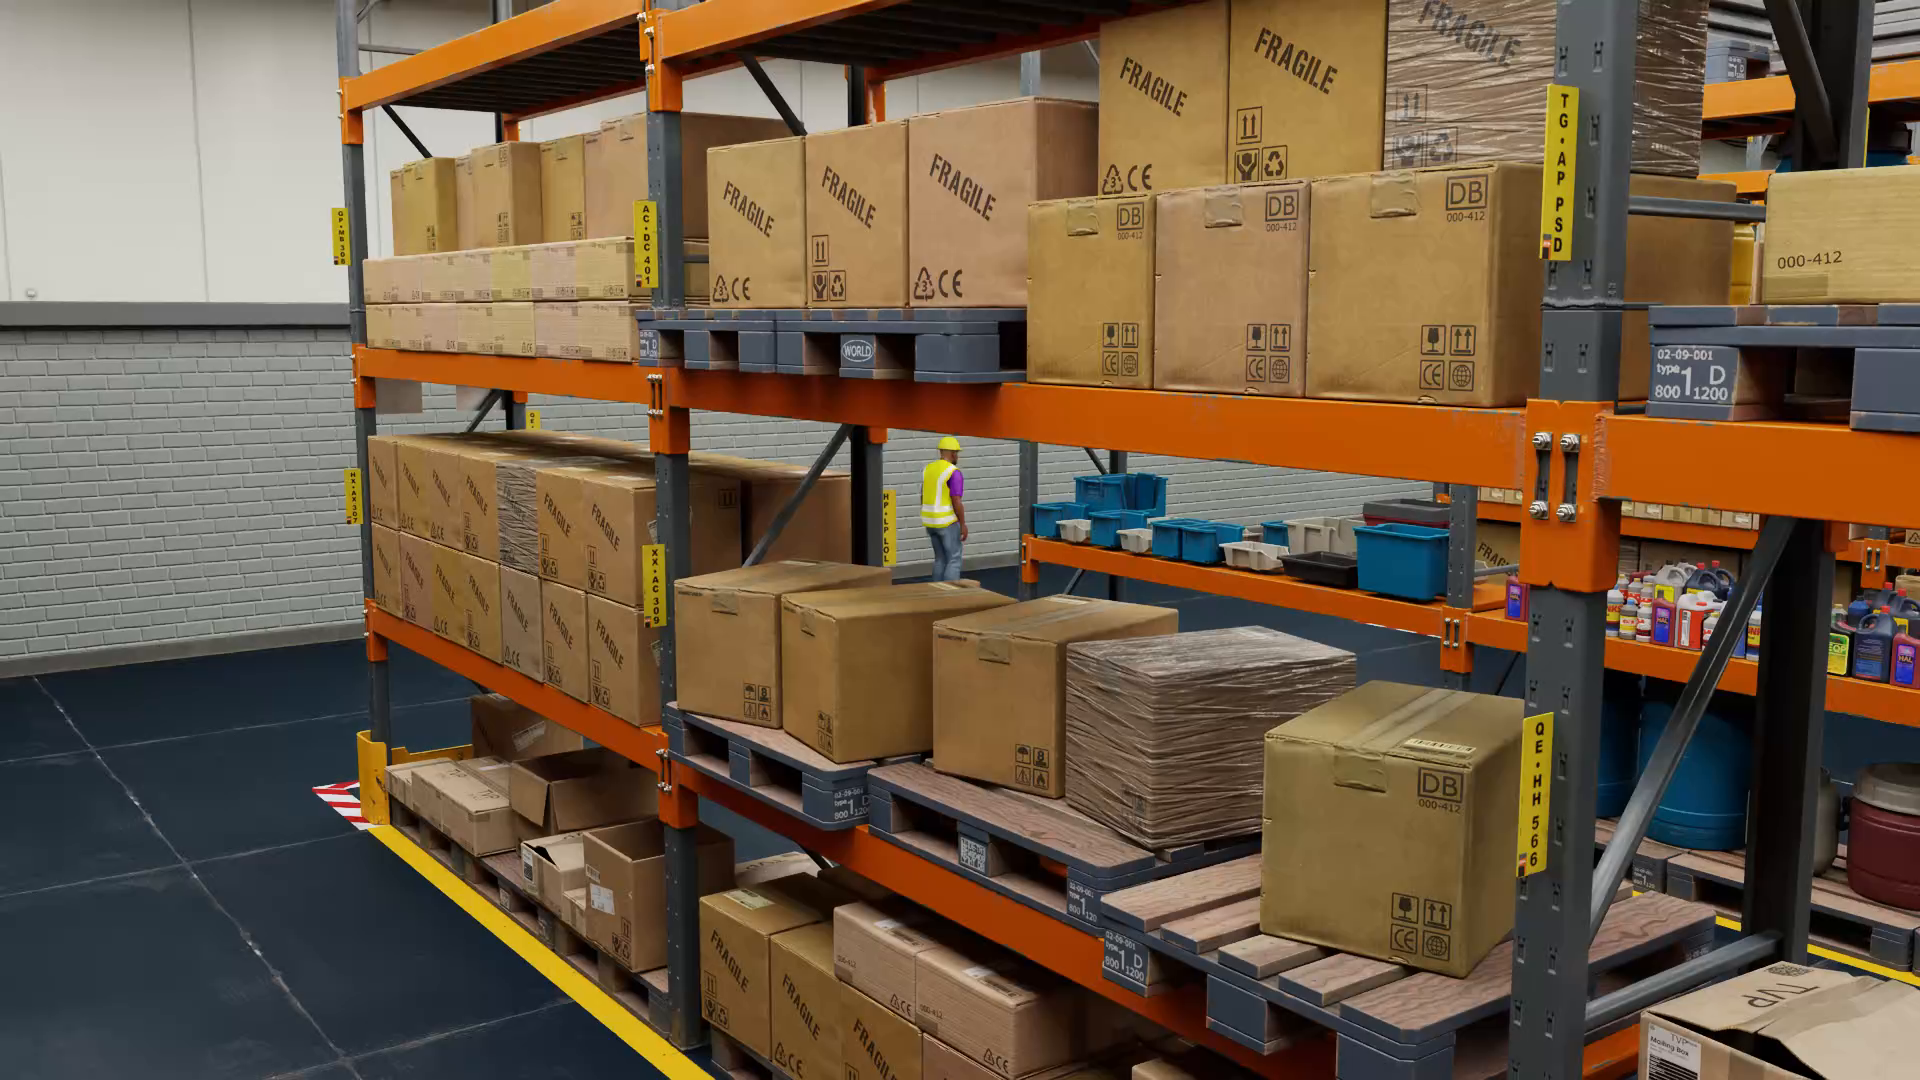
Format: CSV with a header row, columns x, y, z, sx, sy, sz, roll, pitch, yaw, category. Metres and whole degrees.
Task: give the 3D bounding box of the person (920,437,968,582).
x,y,z,sx,sy,sz,roll,pitch,yaw,category
-0.147,-0.174,17.027,0.463,1.759,0.624,-6,10,-38,person
